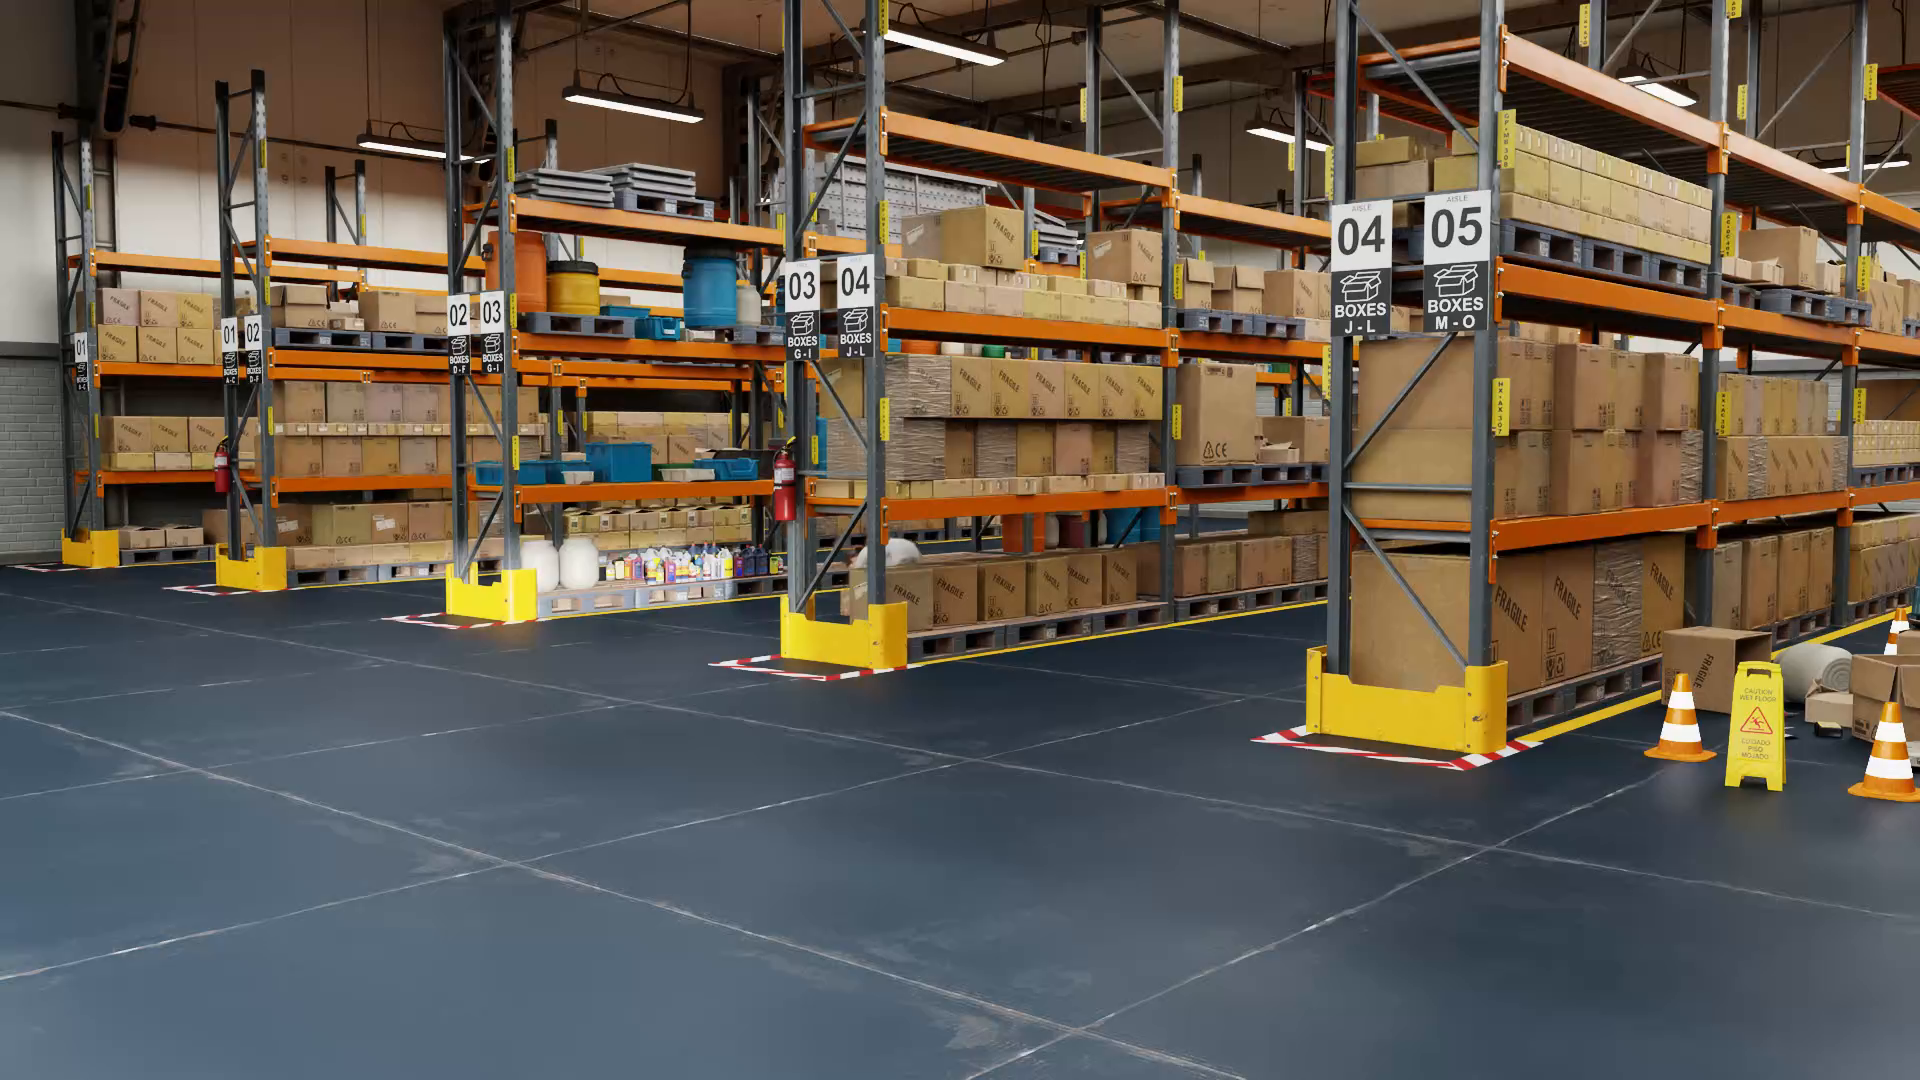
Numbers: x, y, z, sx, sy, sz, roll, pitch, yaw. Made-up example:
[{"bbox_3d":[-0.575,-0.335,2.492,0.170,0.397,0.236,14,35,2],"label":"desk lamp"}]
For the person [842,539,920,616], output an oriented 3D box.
[{"bbox_3d":[-0.790,0.387,16.523,0.863,0.808,0.461,3,5,39],"label":"person"}]
